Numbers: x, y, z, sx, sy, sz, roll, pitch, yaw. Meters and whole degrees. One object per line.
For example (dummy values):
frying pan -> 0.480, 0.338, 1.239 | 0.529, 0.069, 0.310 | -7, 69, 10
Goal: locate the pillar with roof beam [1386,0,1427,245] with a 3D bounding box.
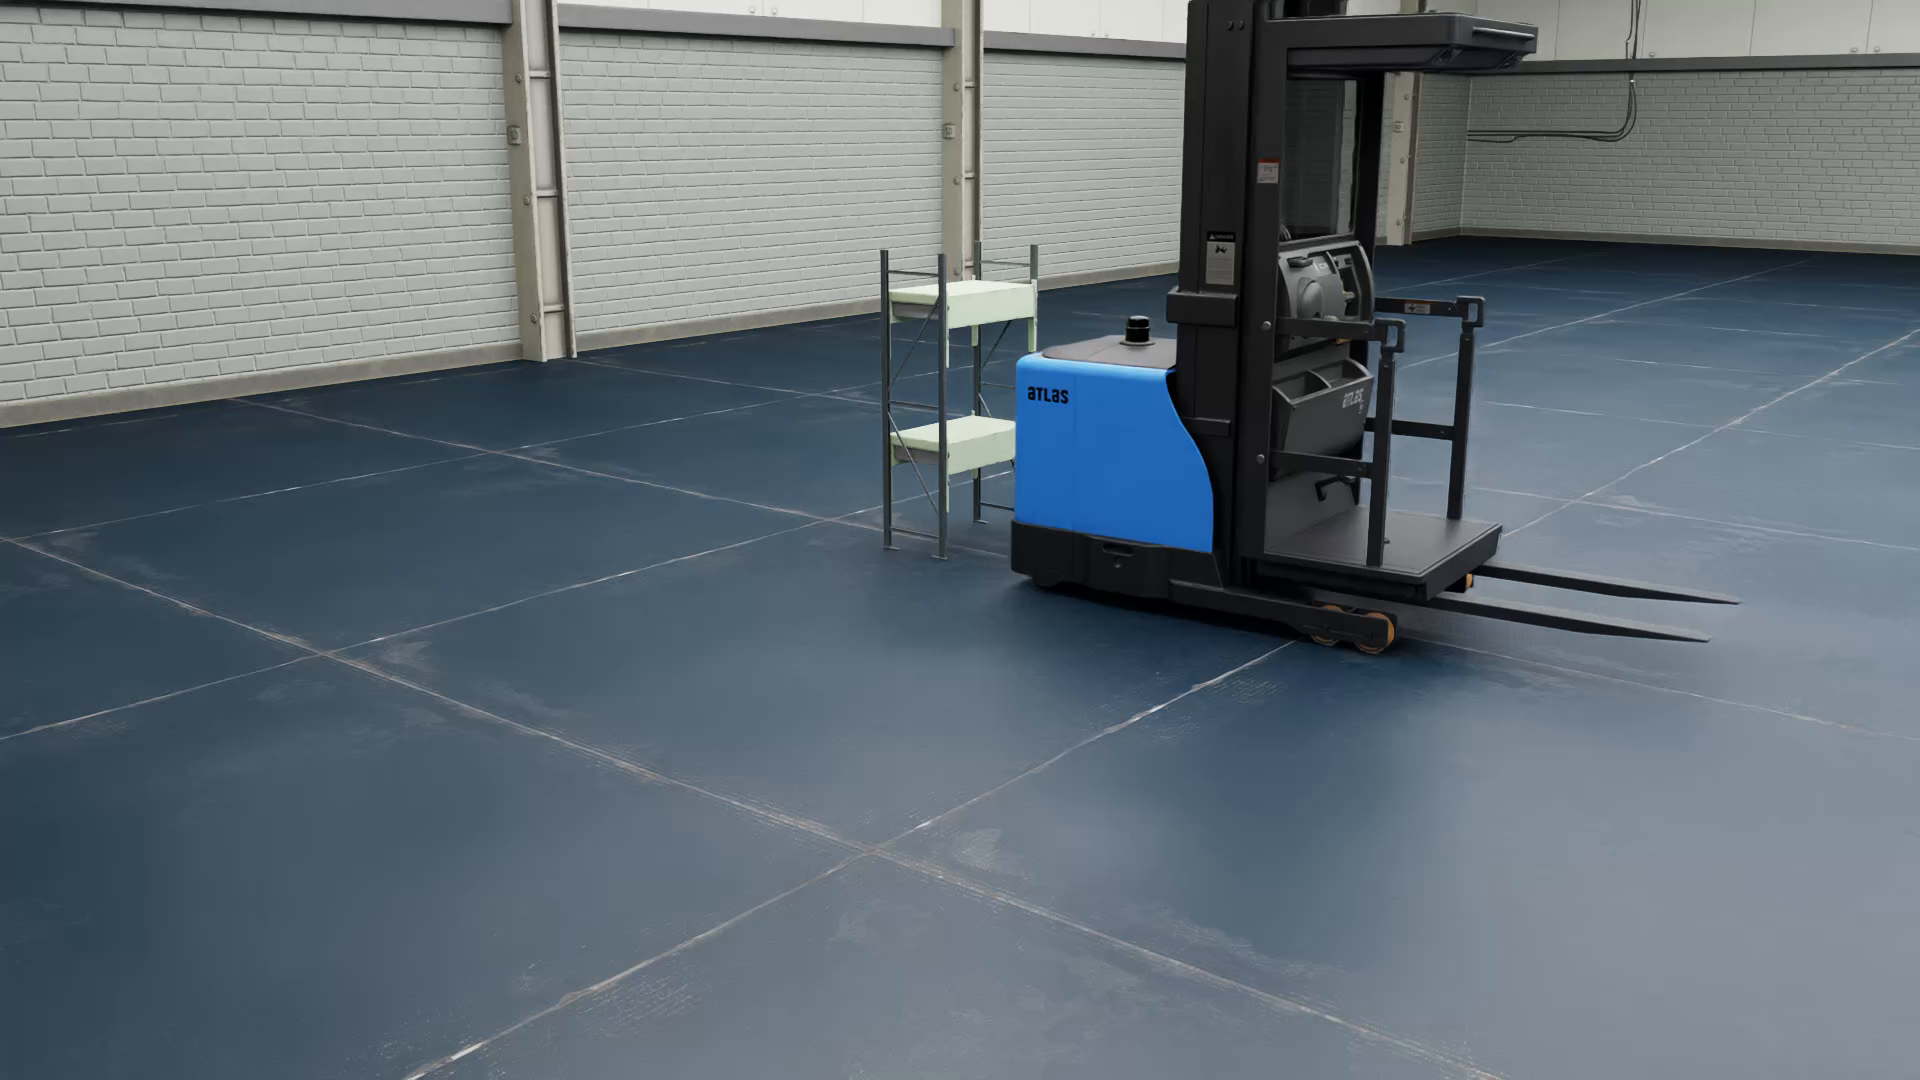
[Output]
pillar with roof beam -> 10.918, -8.803, 24.999 | 9.100, 9.000, 0.400 | 11, 18, 38

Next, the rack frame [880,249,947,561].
rack frame -> -0.226, -0.658, 8.167 | 0.400, 1.500, 0.023 | 11, 18, 38

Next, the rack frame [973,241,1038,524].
rack frame -> 0.234, -0.798, 8.719 | 0.400, 1.500, 0.023 | 11, 18, 38

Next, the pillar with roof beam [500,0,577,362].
pillar with roof beam -> -0.395, -5.356, 11.430 | 9.100, 9.000, 0.400 | 11, 18, 38

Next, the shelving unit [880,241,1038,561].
shelving unit -> 0.004, -0.728, 8.443 | 0.431, 1.500, 0.755 | 11, 18, 38

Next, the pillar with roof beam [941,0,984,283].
pillar with roof beam -> 3.376, -6.505, 15.953 | 9.100, 9.000, 0.400 | 11, 18, 38

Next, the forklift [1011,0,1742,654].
forklift -> 1.743, -1.105, 7.019 | 3.031, 2.935, 1.130 | 10, 17, 33

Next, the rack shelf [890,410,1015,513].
rack shelf -> 0.004, -0.412, 8.524 | 0.431, 0.370, 0.720 | 11, 18, 38

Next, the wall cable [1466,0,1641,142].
wall cable -> 10.450, -8.324, 29.419 | 3.097, 2.526, 0.112 | 11, 18, 38

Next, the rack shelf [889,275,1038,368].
rack shelf -> 0.004, -1.106, 8.347 | 0.431, 0.370, 0.720 | 11, 18, 38
